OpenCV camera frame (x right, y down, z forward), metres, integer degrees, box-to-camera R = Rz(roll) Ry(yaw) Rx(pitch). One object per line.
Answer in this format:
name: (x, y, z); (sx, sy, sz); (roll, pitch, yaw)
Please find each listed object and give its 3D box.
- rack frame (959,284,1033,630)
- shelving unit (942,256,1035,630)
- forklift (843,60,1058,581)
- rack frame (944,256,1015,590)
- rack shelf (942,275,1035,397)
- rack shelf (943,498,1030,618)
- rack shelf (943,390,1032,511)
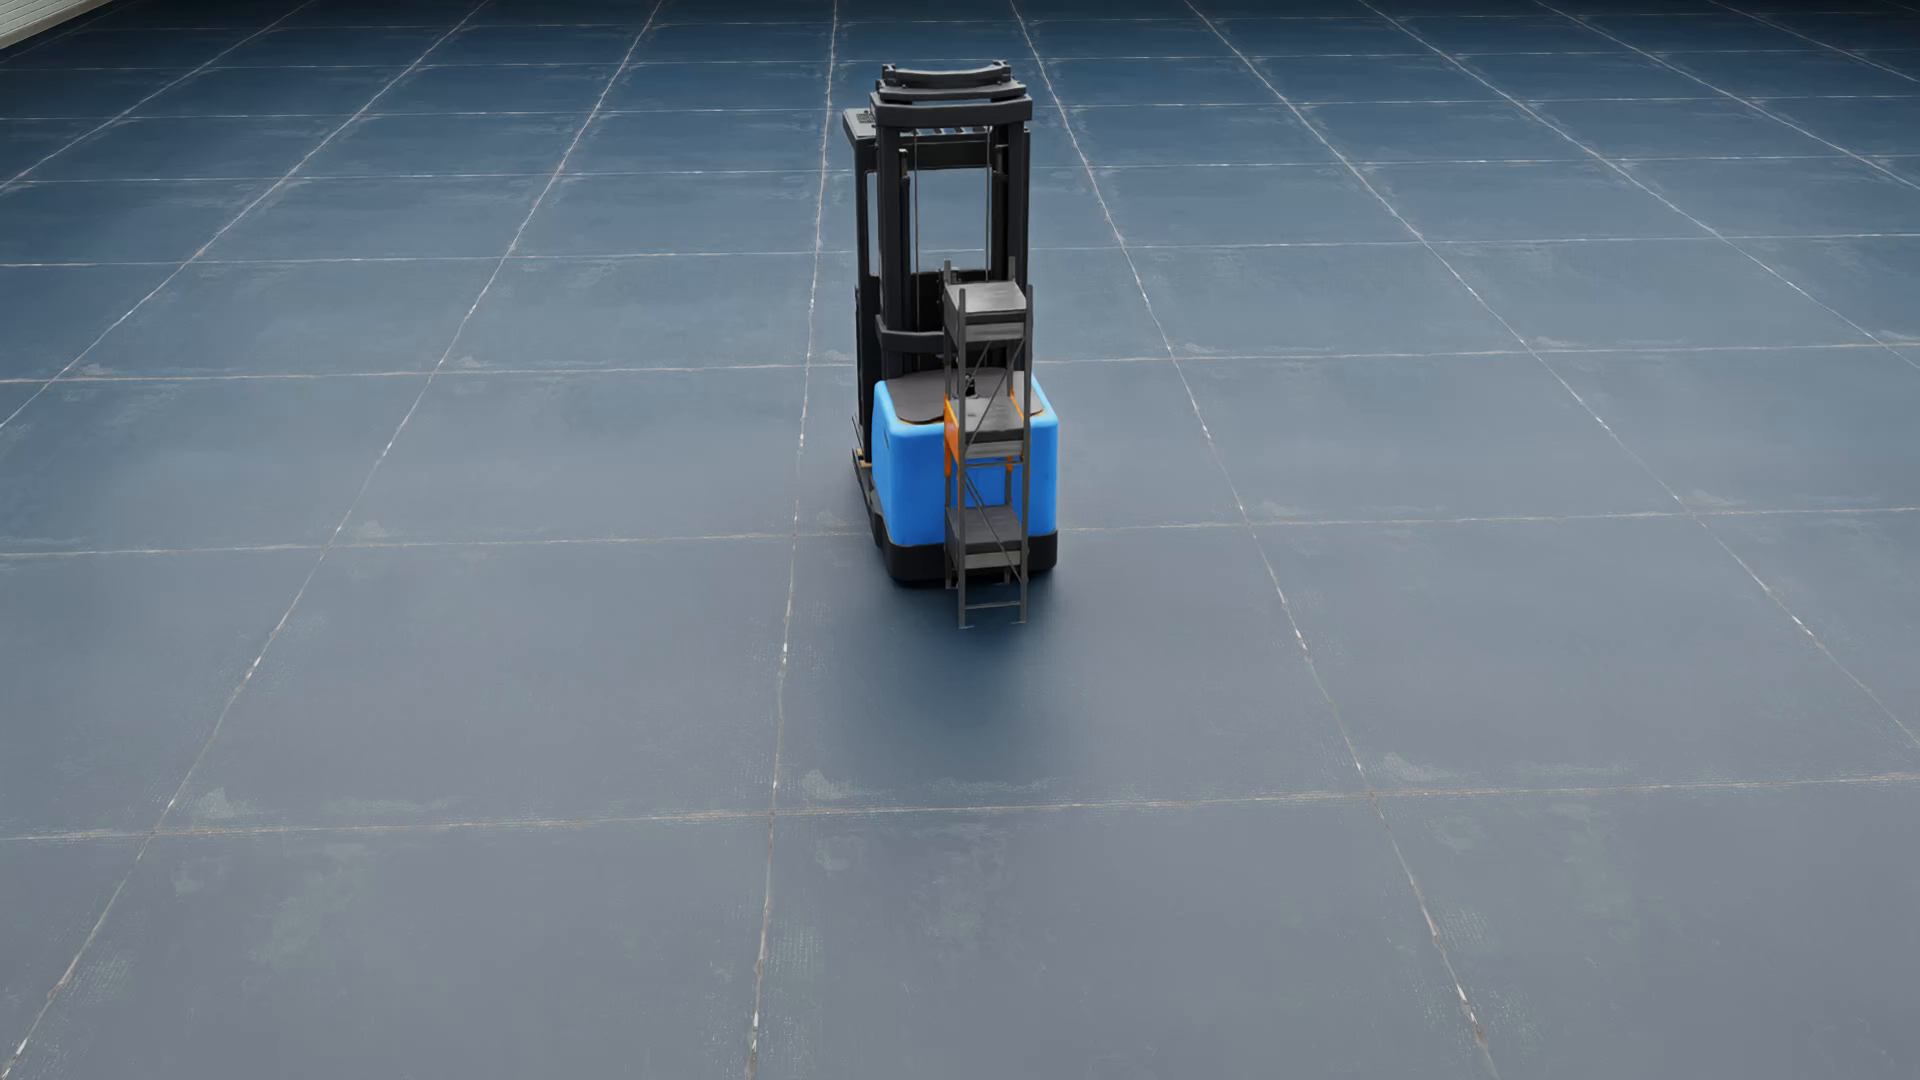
rack frame: (0.193, -0.420, 9.348); (0.400, 2.100, 0.015); (-5, 28, -9)
shelving unit: (0.151, -0.532, 9.561); (0.431, 2.100, 0.503); (-5, 28, -9)
forklift: (-0.151, -1.709, 10.919); (1.130, 2.935, 3.031); (-5, 28, -9)
rack frame: (0.110, -0.643, 9.774); (0.400, 2.100, 0.015); (-5, 28, -9)
rack shelf: (0.151, -1.140, 9.244); (0.431, 0.518, 0.480); (-5, 28, -9)
rack shelf: (0.151, 0.101, 9.891); (0.431, 0.518, 0.480); (-5, 28, -9)
rack shelf: (0.151, -0.520, 9.567); (0.431, 0.518, 0.480); (-5, 28, -9)
